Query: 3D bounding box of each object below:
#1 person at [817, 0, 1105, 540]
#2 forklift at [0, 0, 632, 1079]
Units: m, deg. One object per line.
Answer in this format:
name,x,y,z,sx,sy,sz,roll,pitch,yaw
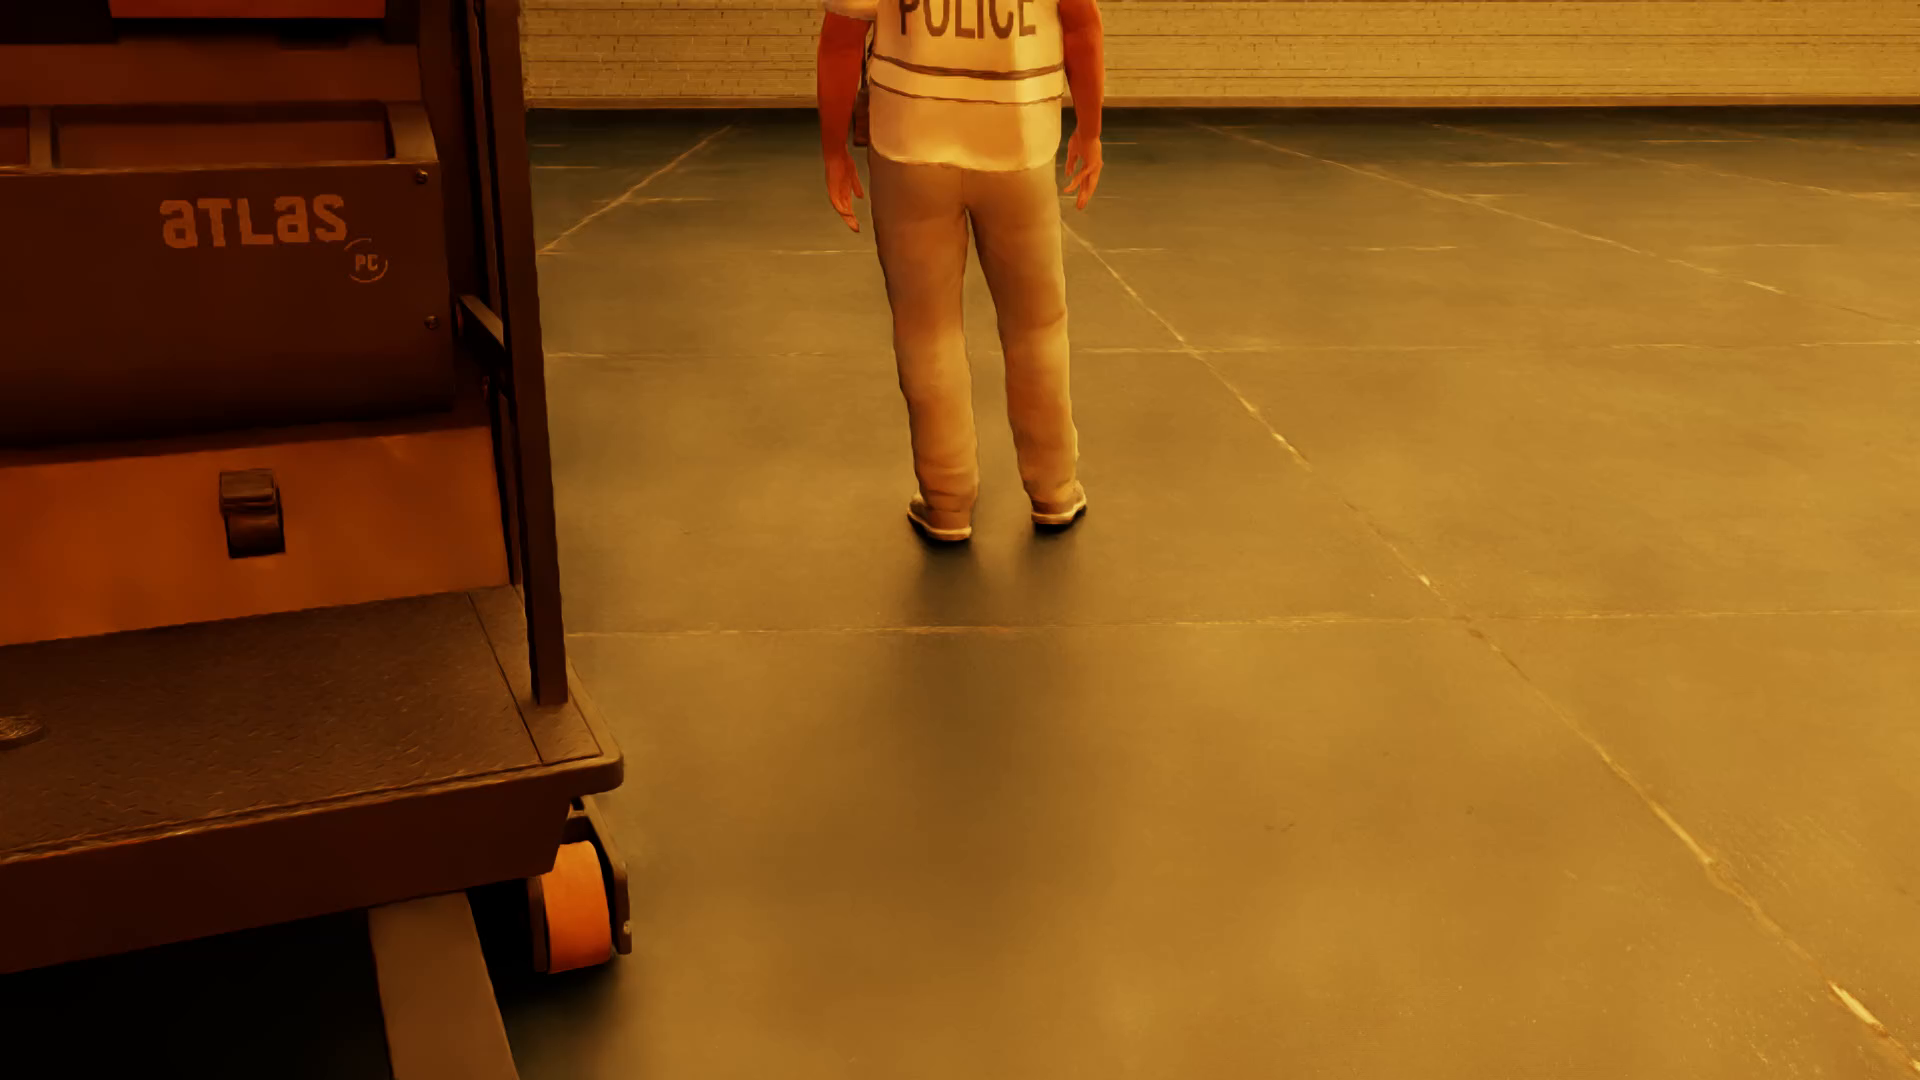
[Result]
person,0.008,-0.881,3.730,0.640,1.778,0.574,-1,17,-3
forklift,-1.065,-0.878,1.777,1.130,2.935,3.031,-7,18,-22
